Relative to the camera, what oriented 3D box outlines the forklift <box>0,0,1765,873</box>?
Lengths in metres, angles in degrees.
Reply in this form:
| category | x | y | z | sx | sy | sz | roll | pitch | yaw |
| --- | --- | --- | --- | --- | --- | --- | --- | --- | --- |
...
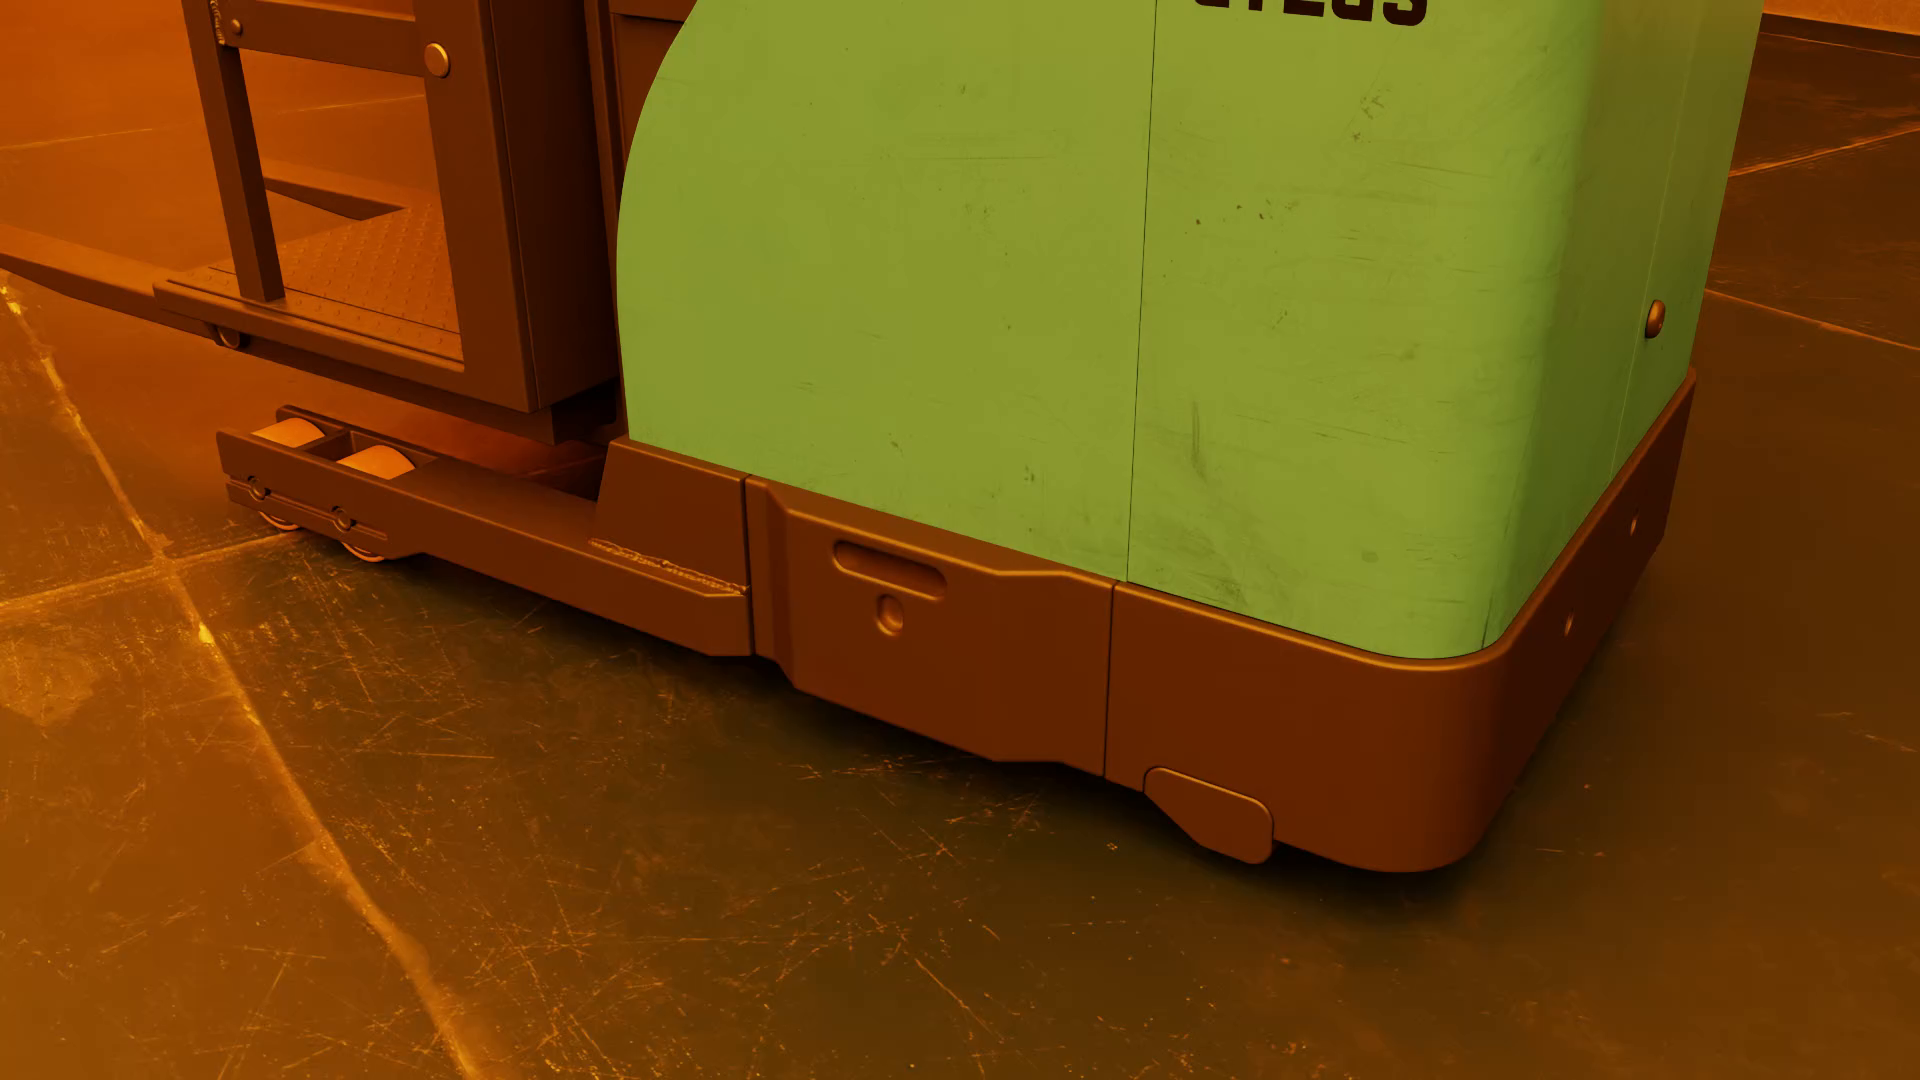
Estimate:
| category | x | y | z | sx | sy | sz | roll | pitch | yaw |
| --- | --- | --- | --- | --- | --- | --- | --- | --- | --- |
| forklift | -0.511 | -1.459 | 2.139 | 3.031 | 2.935 | 1.130 | 16 | 31 | 29 |
